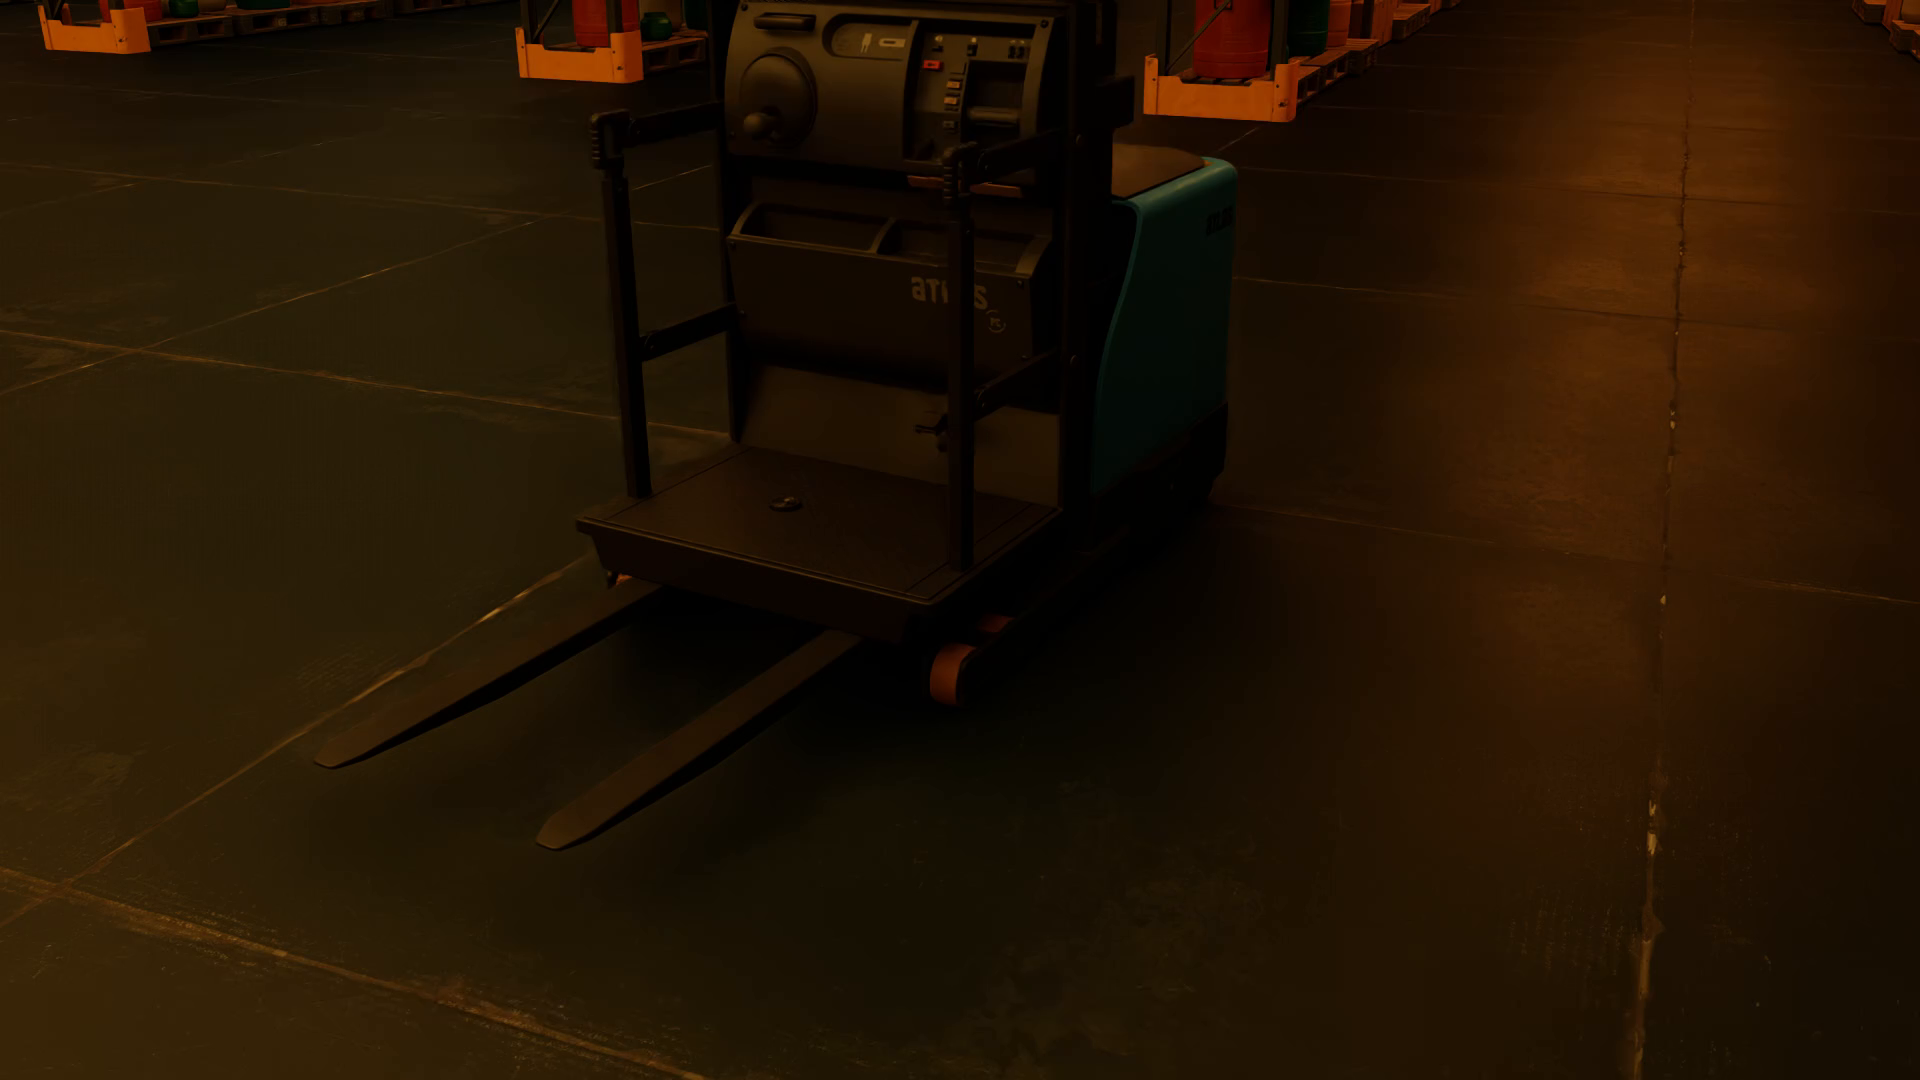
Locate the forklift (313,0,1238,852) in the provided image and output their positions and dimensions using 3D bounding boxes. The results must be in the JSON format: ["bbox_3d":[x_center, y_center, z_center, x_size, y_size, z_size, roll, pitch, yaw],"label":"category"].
[{"bbox_3d":[-0.298,-1.136,4.009,1.130,2.935,3.031,12,26,27],"label":"forklift"}]
